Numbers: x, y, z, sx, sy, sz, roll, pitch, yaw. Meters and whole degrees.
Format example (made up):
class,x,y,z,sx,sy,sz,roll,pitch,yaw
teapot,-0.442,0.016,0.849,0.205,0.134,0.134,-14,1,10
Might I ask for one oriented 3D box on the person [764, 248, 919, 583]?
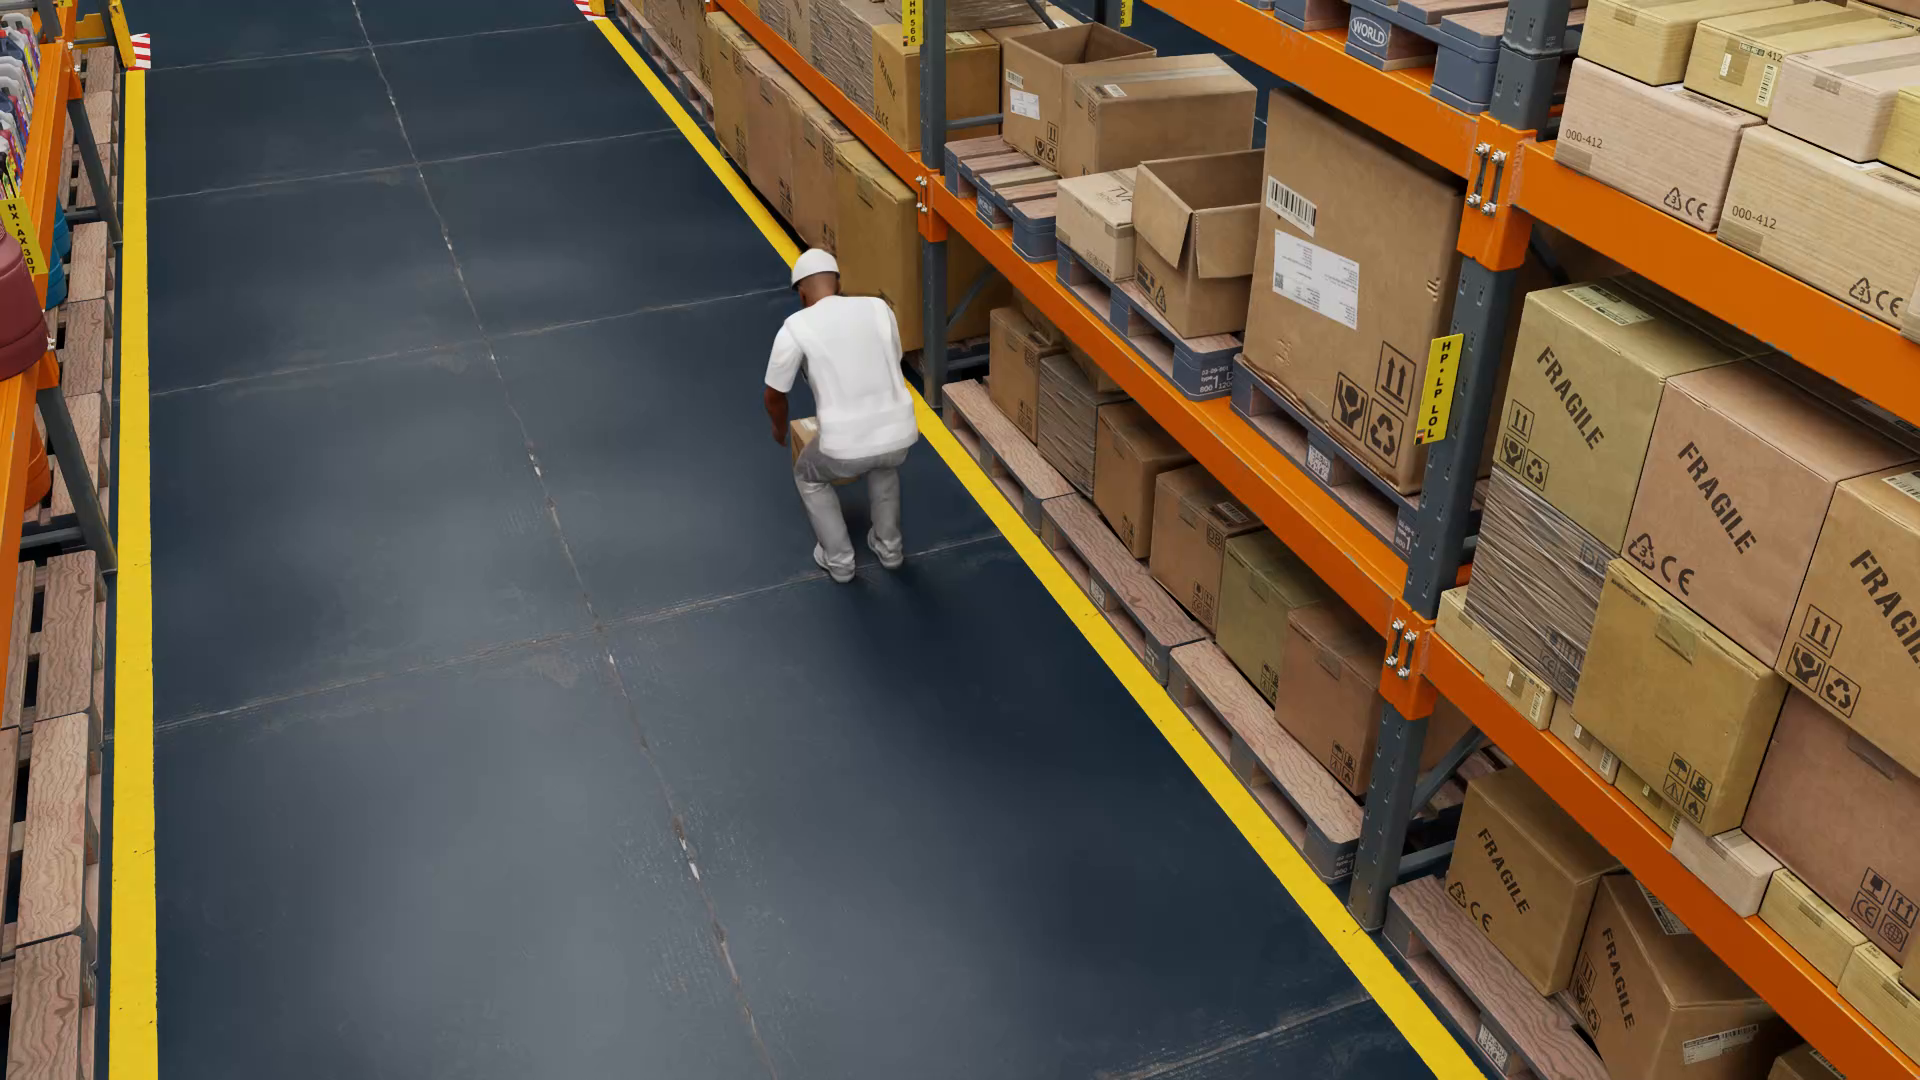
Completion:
class,x,y,z,sx,sy,sz,roll,pitch,yaw
person,-0.512,-0.513,7.231,0.632,1.405,0.762,-13,35,-19
